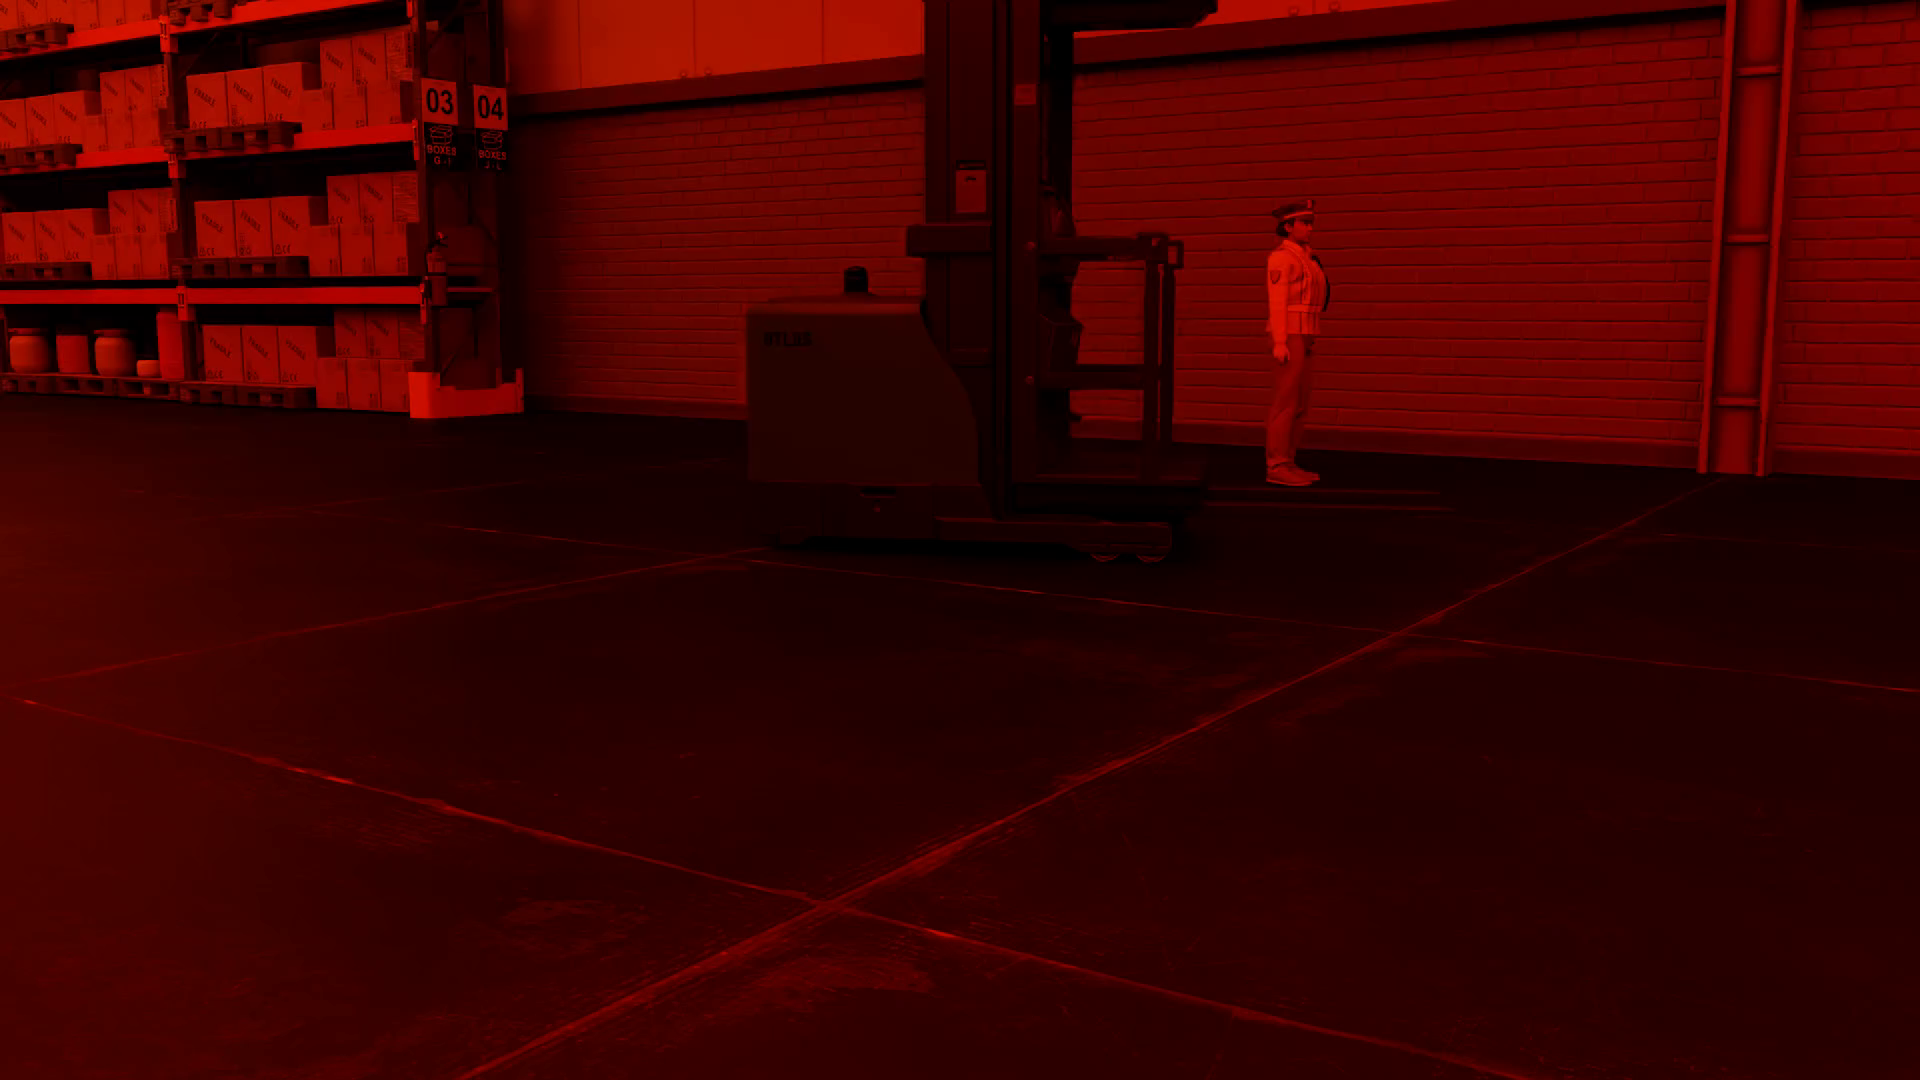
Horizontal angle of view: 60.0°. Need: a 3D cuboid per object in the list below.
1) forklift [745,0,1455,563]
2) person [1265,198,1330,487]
[{"bbox_3d":[0.621,-1.437,7.298,3.031,2.935,1.130,2,8,11],"label":"forklift"},{"bbox_3d":[2.002,-1.176,9.905,0.343,1.688,0.504,5,9,29],"label":"person"}]
